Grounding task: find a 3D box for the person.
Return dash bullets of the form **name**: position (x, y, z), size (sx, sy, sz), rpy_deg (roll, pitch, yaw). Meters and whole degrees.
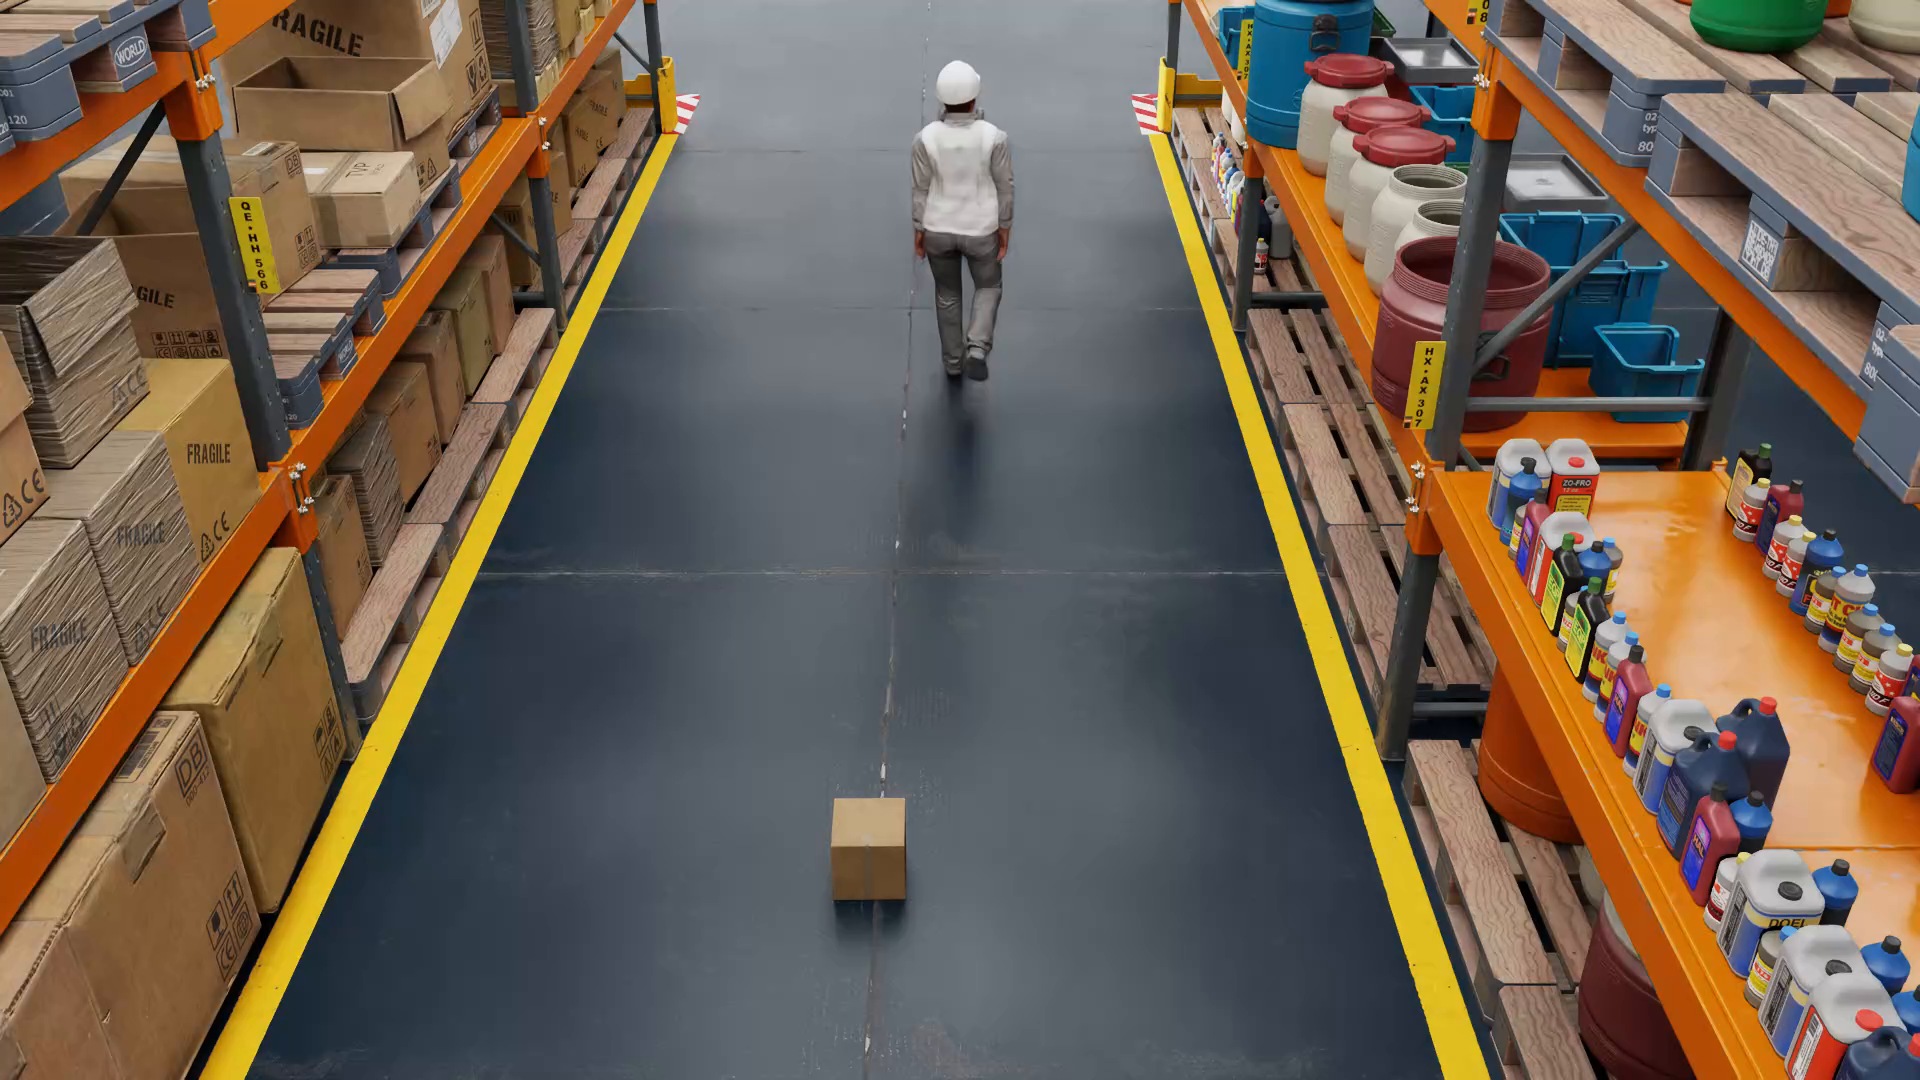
- **person**: position (0.016, -1.652, 8.791), size (0.541, 1.759, 0.641), rpy_deg (2, 31, 3)
